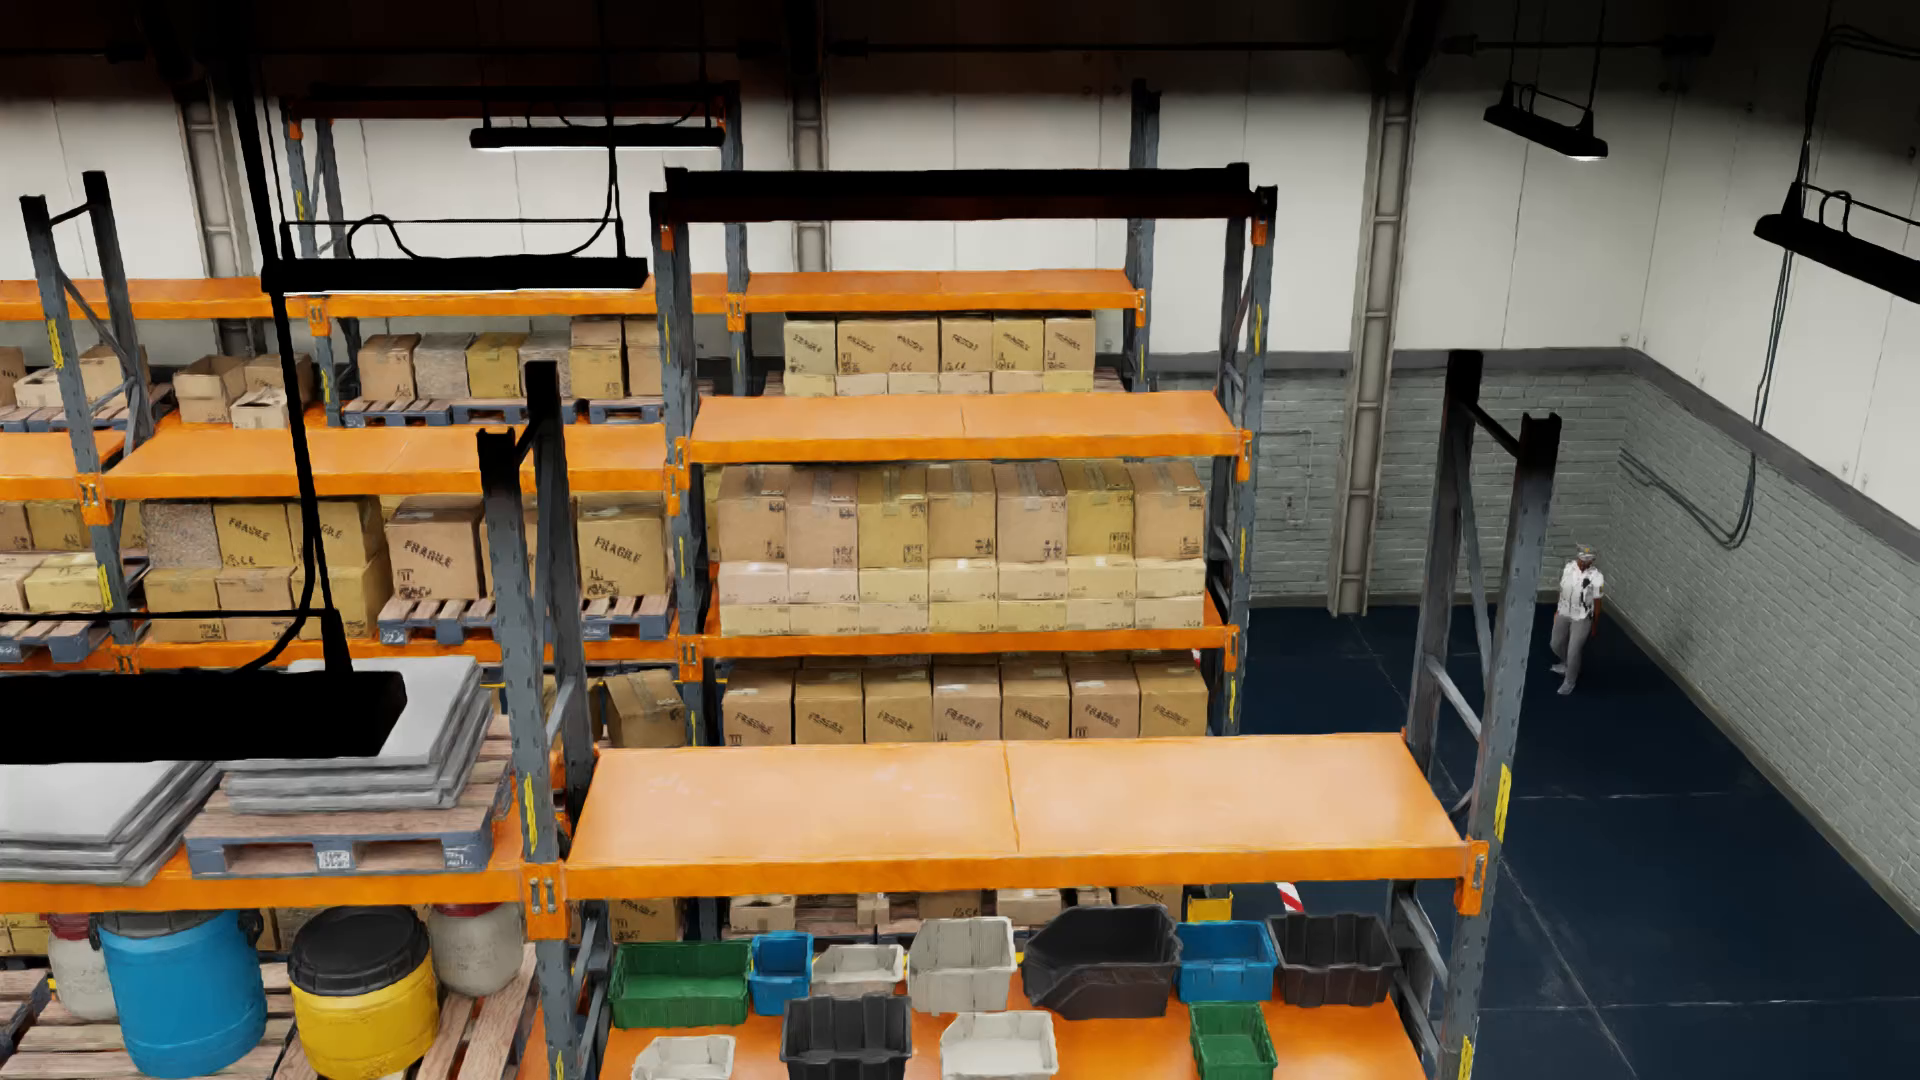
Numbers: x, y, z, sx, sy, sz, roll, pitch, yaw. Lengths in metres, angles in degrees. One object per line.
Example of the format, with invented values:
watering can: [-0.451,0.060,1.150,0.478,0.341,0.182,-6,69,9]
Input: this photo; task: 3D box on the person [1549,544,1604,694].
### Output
person: [6.360,0.753,17.095,0.542,1.663,0.514,-17,28,-35]
